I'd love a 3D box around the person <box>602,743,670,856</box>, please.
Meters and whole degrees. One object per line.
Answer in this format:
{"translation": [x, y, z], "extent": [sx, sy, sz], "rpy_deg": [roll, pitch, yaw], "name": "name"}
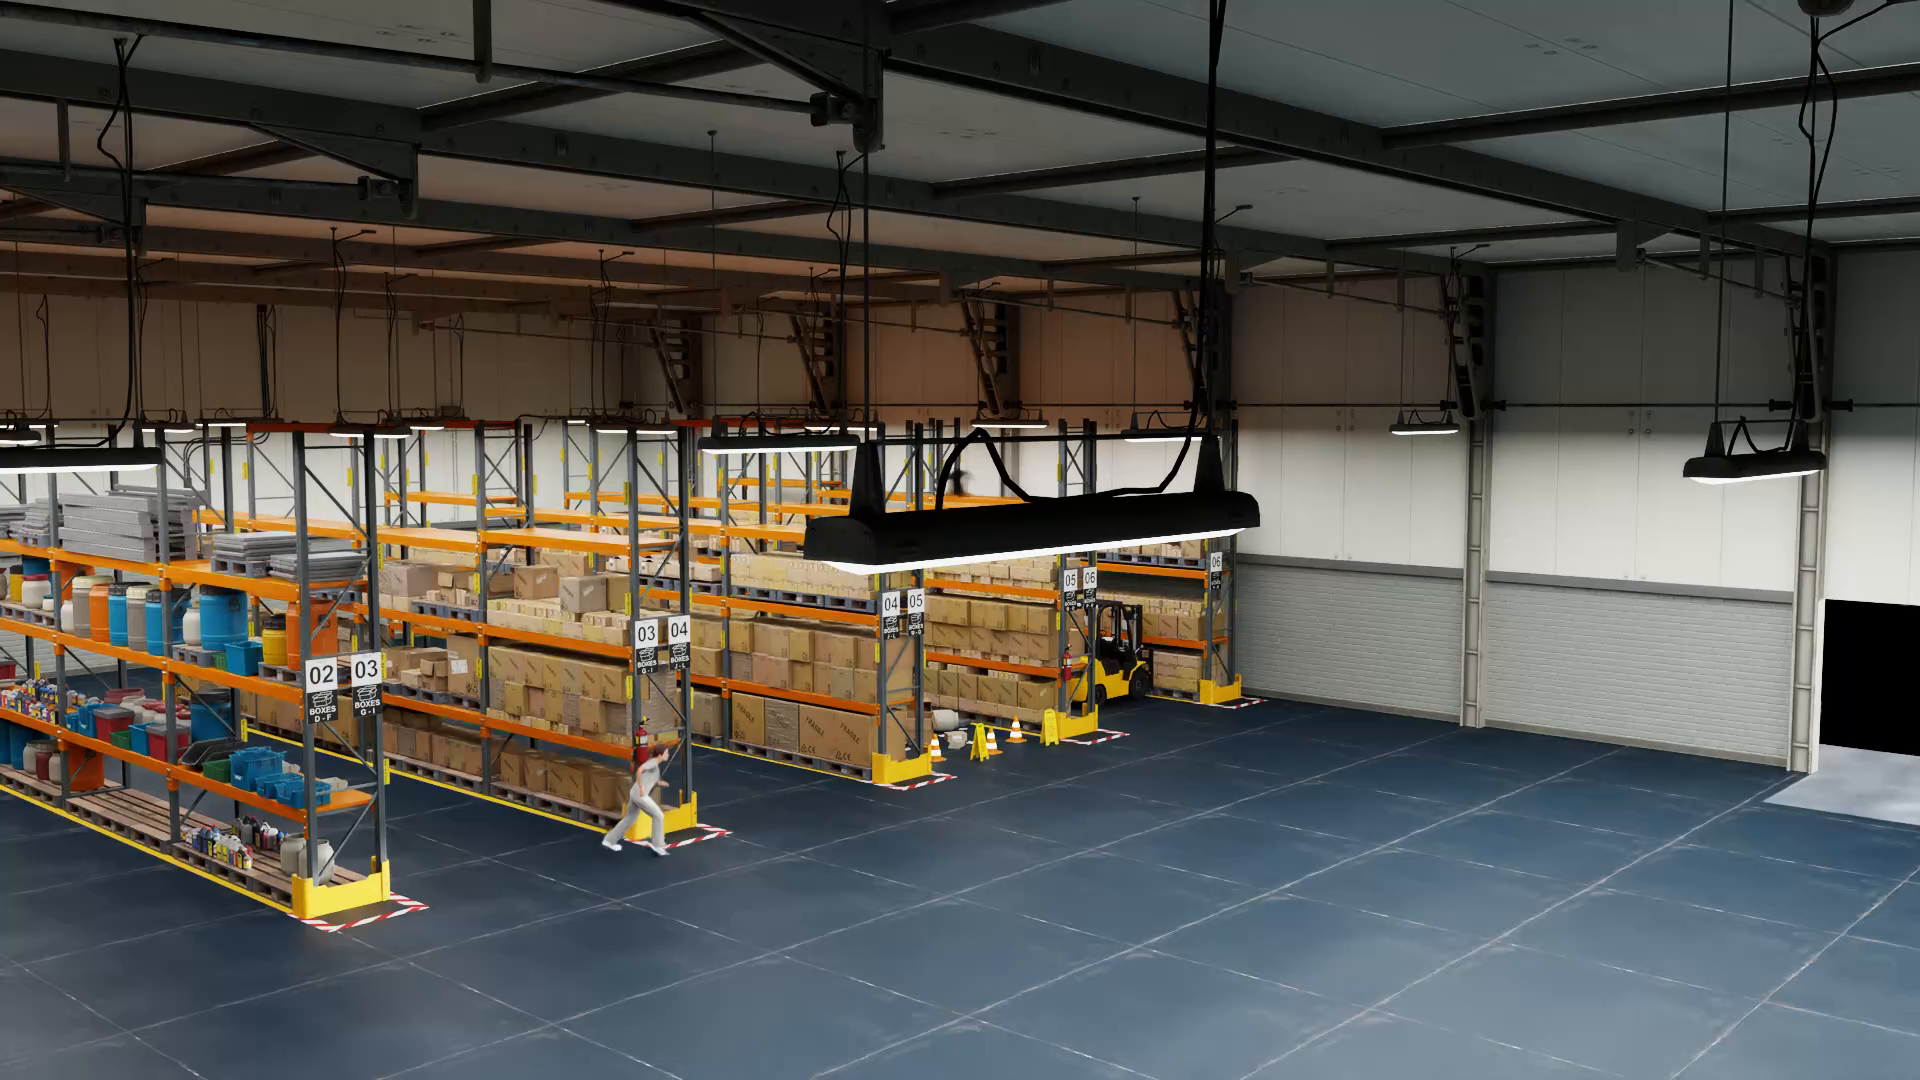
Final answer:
{"translation": [-4.537, 3.663, 23.248], "extent": [0.950, 1.628, 0.611], "rpy_deg": [-1, 5, -8], "name": "person"}
